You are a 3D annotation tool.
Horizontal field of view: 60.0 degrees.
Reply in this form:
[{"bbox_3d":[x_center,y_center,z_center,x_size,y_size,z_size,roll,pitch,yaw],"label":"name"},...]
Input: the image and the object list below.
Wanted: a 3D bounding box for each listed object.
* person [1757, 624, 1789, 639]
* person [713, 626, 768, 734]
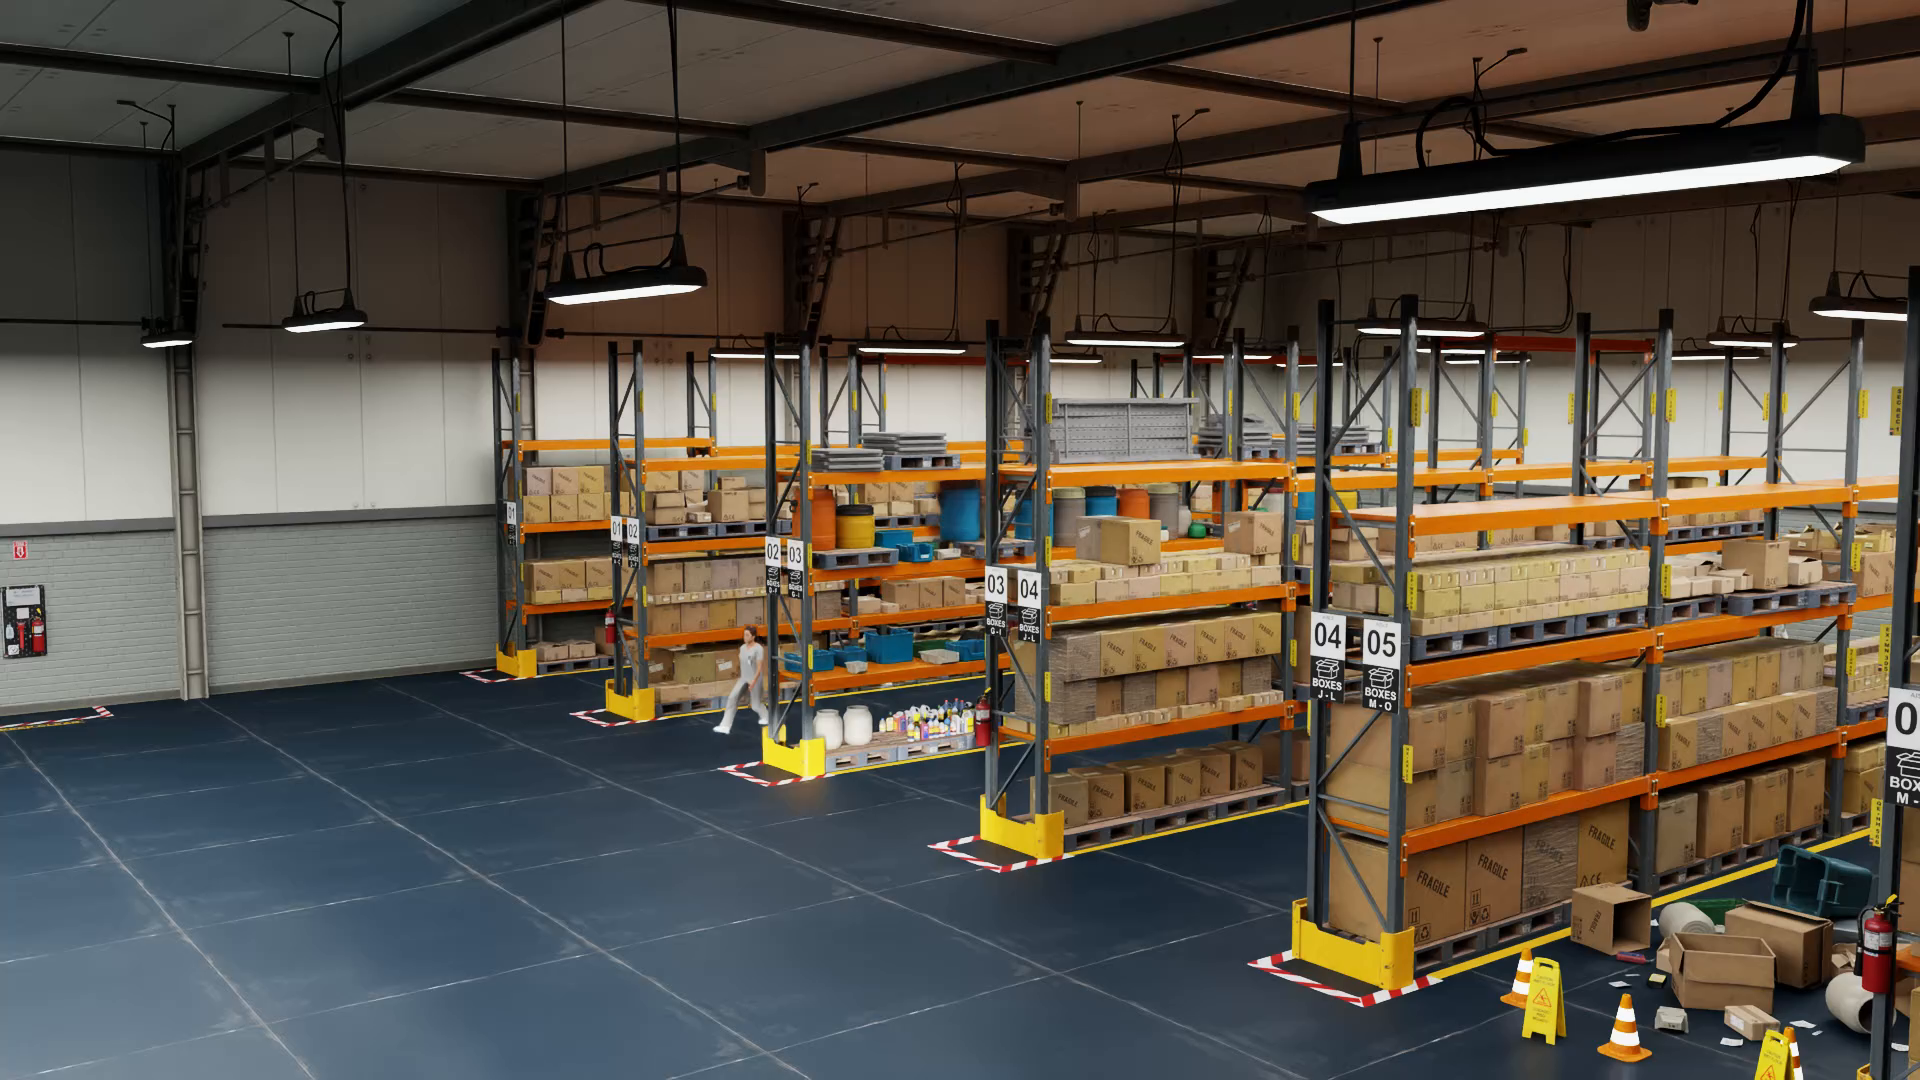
[{"bbox_3d":[14.274,1.768,29.135,0.509,1.632,0.974,-3,6,-27],"label":"person"},{"bbox_3d":[-3.124,2.031,24.338,0.496,1.540,1.121,2,5,24],"label":"person"}]
